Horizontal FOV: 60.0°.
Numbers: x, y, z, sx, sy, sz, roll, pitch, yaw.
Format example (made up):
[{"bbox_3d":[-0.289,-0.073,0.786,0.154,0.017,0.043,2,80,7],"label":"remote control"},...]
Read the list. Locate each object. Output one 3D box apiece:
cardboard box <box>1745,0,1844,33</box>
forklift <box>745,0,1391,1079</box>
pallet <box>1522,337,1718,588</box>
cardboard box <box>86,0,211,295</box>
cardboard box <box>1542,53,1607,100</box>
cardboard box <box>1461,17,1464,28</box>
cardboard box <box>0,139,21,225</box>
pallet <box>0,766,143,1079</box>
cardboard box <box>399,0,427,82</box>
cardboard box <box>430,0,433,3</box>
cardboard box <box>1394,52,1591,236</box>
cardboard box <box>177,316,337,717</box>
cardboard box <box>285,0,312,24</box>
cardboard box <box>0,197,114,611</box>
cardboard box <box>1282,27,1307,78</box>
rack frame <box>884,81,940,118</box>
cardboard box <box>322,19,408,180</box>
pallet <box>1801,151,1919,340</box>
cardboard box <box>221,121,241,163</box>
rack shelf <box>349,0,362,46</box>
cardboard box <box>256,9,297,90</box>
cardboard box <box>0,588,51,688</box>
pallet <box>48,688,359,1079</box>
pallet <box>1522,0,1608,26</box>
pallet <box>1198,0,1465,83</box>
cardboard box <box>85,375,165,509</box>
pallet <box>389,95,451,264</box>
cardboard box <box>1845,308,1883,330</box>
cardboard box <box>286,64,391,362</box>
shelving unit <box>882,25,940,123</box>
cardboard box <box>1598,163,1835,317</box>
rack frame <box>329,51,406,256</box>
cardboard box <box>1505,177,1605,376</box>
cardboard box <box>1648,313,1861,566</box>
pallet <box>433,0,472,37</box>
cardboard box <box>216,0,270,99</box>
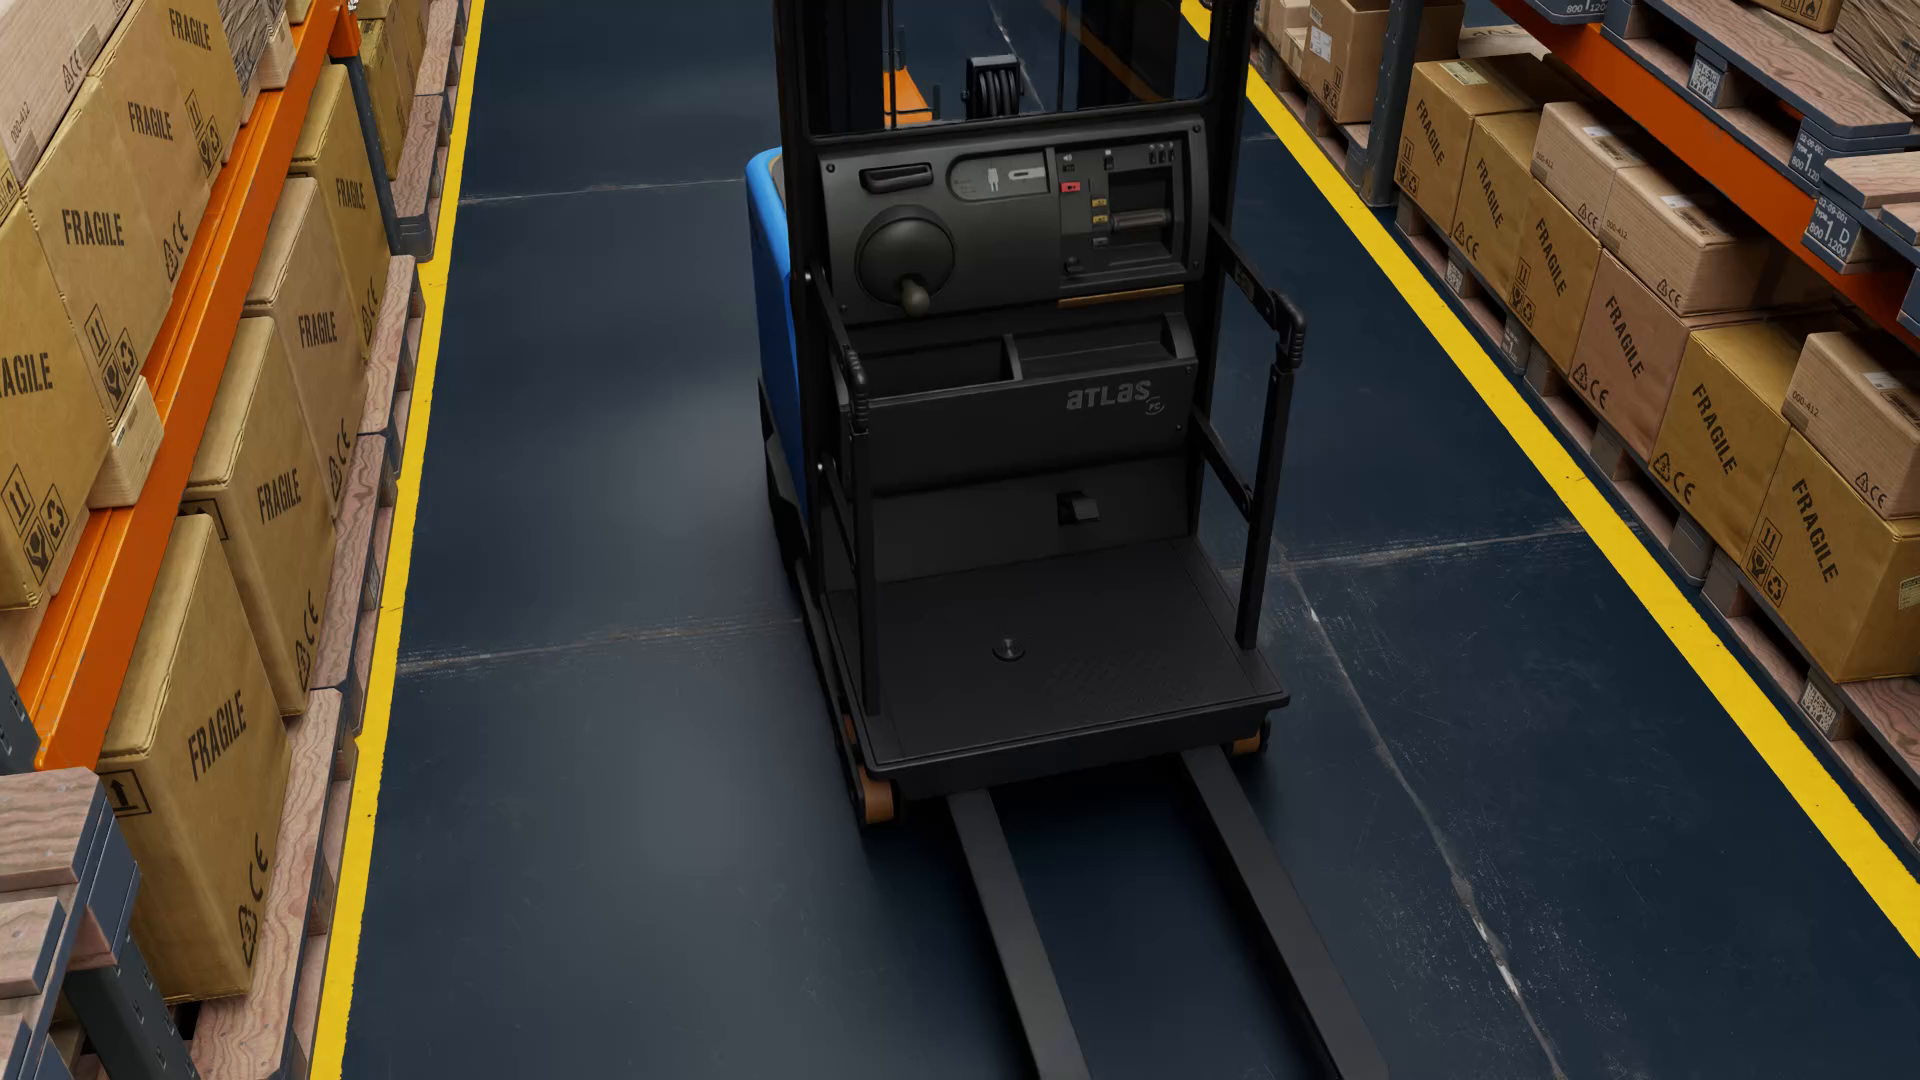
[{"bbox_3d":[2.587,-1.821,4.726,0.700,0.500,0.500,-16,41,-19],"label":"cardboard box"},{"bbox_3d":[0.194,-0.687,3.745,1.130,2.935,3.031,-9,39,-11],"label":"forklift"},{"bbox_3d":[2.613,-0.350,5.528,1.003,0.211,1.213,-6,38,-8],"label":"pallet"},{"bbox_3d":[-1.960,-0.828,3.531,0.500,0.500,0.500,-6,38,-8],"label":"cardboard box"},{"bbox_3d":[2.585,-1.596,6.538,0.500,0.500,0.500,-6,38,-8],"label":"cardboard box"},{"bbox_3d":[2.194,-2.530,8.012,0.380,0.166,0.250,-6,38,-8],"label":"cardboard box"},{"bbox_3d":[-1.789,-0.506,2.505,0.500,0.250,0.500,-5,38,-7],"label":"cardboard box"},{"bbox_3d":[-1.729,0.769,1.971,1.213,0.211,1.003,-6,38,-8],"label":"pallet"},{"bbox_3d":[-2.863,-2.397,7.586,0.700,0.500,0.500,-5,38,-7],"label":"cardboard box"},{"bbox_3d":[-3.052,-3.022,8.390,0.700,0.500,0.500,-6,38,-8],"label":"cardboard box"},{"bbox_3d":[2.061,-1.545,6.472,0.500,0.500,0.500,-8,39,-10],"label":"cardboard box"},{"bbox_3d":[-2.106,-0.030,4.254,0.750,0.750,0.750,-6,38,-8],"label":"cardboard box"},{"bbox_3d":[-2.254,-1.727,5.216,0.380,0.149,0.250,-6,38,-7],"label":"cardboard box"},{"bbox_3d":[-1.792,-0.211,2.737,0.500,0.500,0.500,-5,38,-7],"label":"cardboard box"},{"bbox_3d":[1.712,-2.258,7.677,0.380,0.149,0.250,-6,38,-8],"label":"cardboard box"},{"bbox_3d":[-0.181,-0.913,5.447,0.240,1.200,0.015,-9,39,-11],"label":"rack frame"},{"bbox_3d":[-2.690,-1.783,6.795,0.700,0.500,0.500,-6,38,-7],"label":"cardboard box"},{"bbox_3d":[2.730,-0.587,3.717,1.213,0.211,1.003,-6,38,-8],"label":"pallet"},{"bbox_3d":[-2.142,-1.104,4.415,0.380,0.149,0.250,-7,38,-9],"label":"cardboard box"},{"bbox_3d":[-3.011,-3.065,7.337,1.077,0.370,4.000,-6,38,-8],"label":"rack shelf"},{"bbox_3d":[-2.149,-1.412,4.811,0.380,0.149,0.250,-6,38,-8],"label":"cardboard box"},{"bbox_3d":[-1.788,0.142,2.811,0.380,0.149,0.250,-7,38,-9],"label":"cardboard box"},{"bbox_3d":[-2.023,0.891,3.931,1.003,0.211,1.213,-6,38,-8],"label":"pallet"},{"bbox_3d":[2.249,-2.106,5.673,1.003,0.211,1.213,-6,38,-8],"label":"pallet"},{"bbox_3d":[1.880,-2.729,8.590,1.003,0.211,1.213,-6,38,-8],"label":"pallet"},{"bbox_3d":[-1.787,-0.181,3.226,0.380,0.149,0.250,-5,38,-7],"label":"cardboard box"},{"bbox_3d":[-2.716,-1.508,7.019,1.003,0.211,1.213,-6,38,-8],"label":"pallet"},{"bbox_3d":[2.939,-0.372,4.963,0.500,0.500,0.500,-7,38,-9],"label":"cardboard box"},{"bbox_3d":[-2.418,-1.080,5.605,0.750,0.750,0.750,-6,38,-7],"label":"cardboard box"},{"bbox_3d":[-0.241,-1.058,5.634,0.258,1.200,0.503,-9,39,-11],"label":"shelving unit"},{"bbox_3d":[2.325,-0.934,5.075,0.500,0.250,0.500,-7,38,-9],"label":"cardboard box"},{"bbox_3d":[-2.660,-2.141,5.562,1.000,3.000,0.127,-6,38,-8],"label":"rack frame"},{"bbox_3d":[2.246,-0.921,5.670,0.500,0.500,0.500,-6,38,-7],"label":"cardboard box"},{"bbox_3d":[2.432,-0.299,4.869,0.500,0.500,0.500,-8,38,-10],"label":"cardboard box"},{"bbox_3d":[-3.144,-2.982,8.916,1.003,0.211,1.213,-6,38,-8],"label":"pallet"},{"bbox_3d":[-2.152,-1.443,4.322,0.500,0.500,0.500,-6,38,-8],"label":"cardboard box"}]
